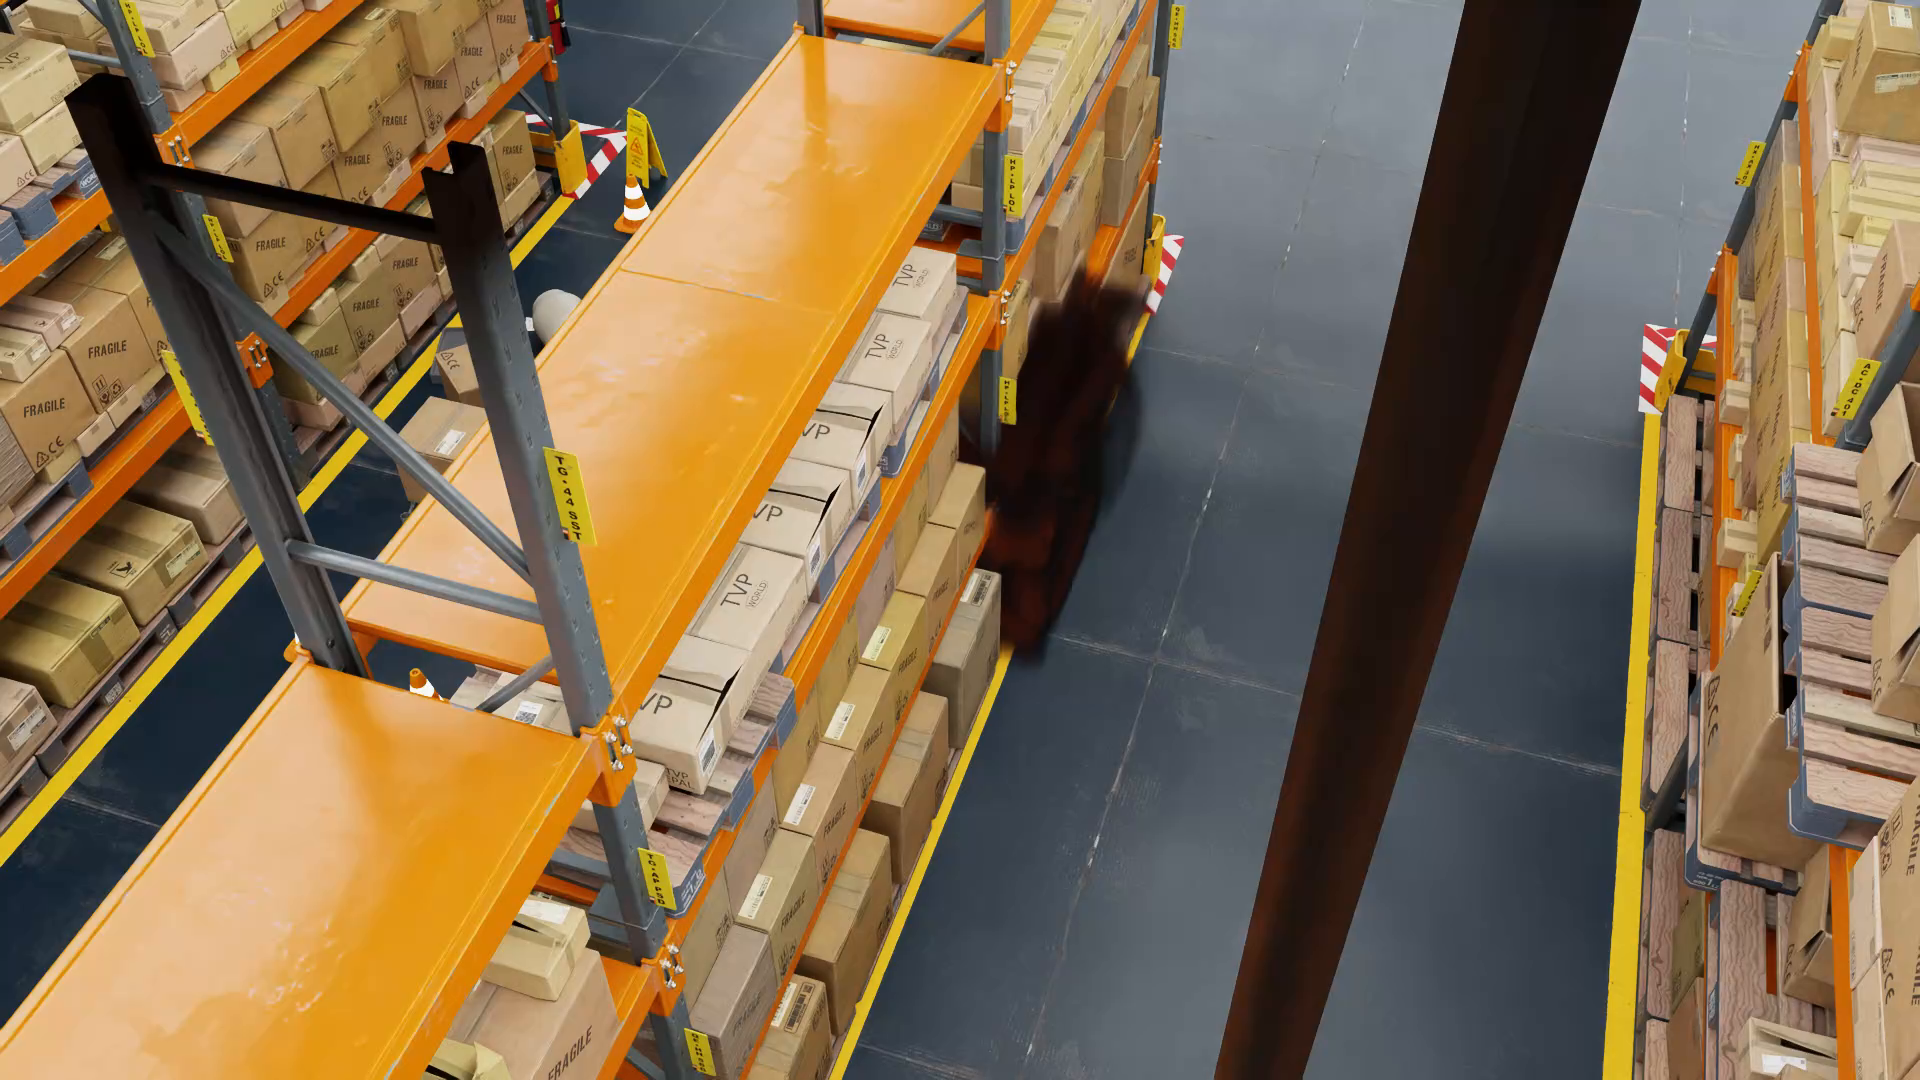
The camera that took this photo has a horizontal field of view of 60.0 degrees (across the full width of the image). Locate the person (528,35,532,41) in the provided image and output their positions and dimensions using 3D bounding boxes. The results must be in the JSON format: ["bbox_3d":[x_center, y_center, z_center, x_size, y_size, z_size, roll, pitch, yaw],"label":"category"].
[{"bbox_3d":[-4.519,-5.392,15.255,0.987,1.644,0.421,1,46,1],"label":"person"}]
